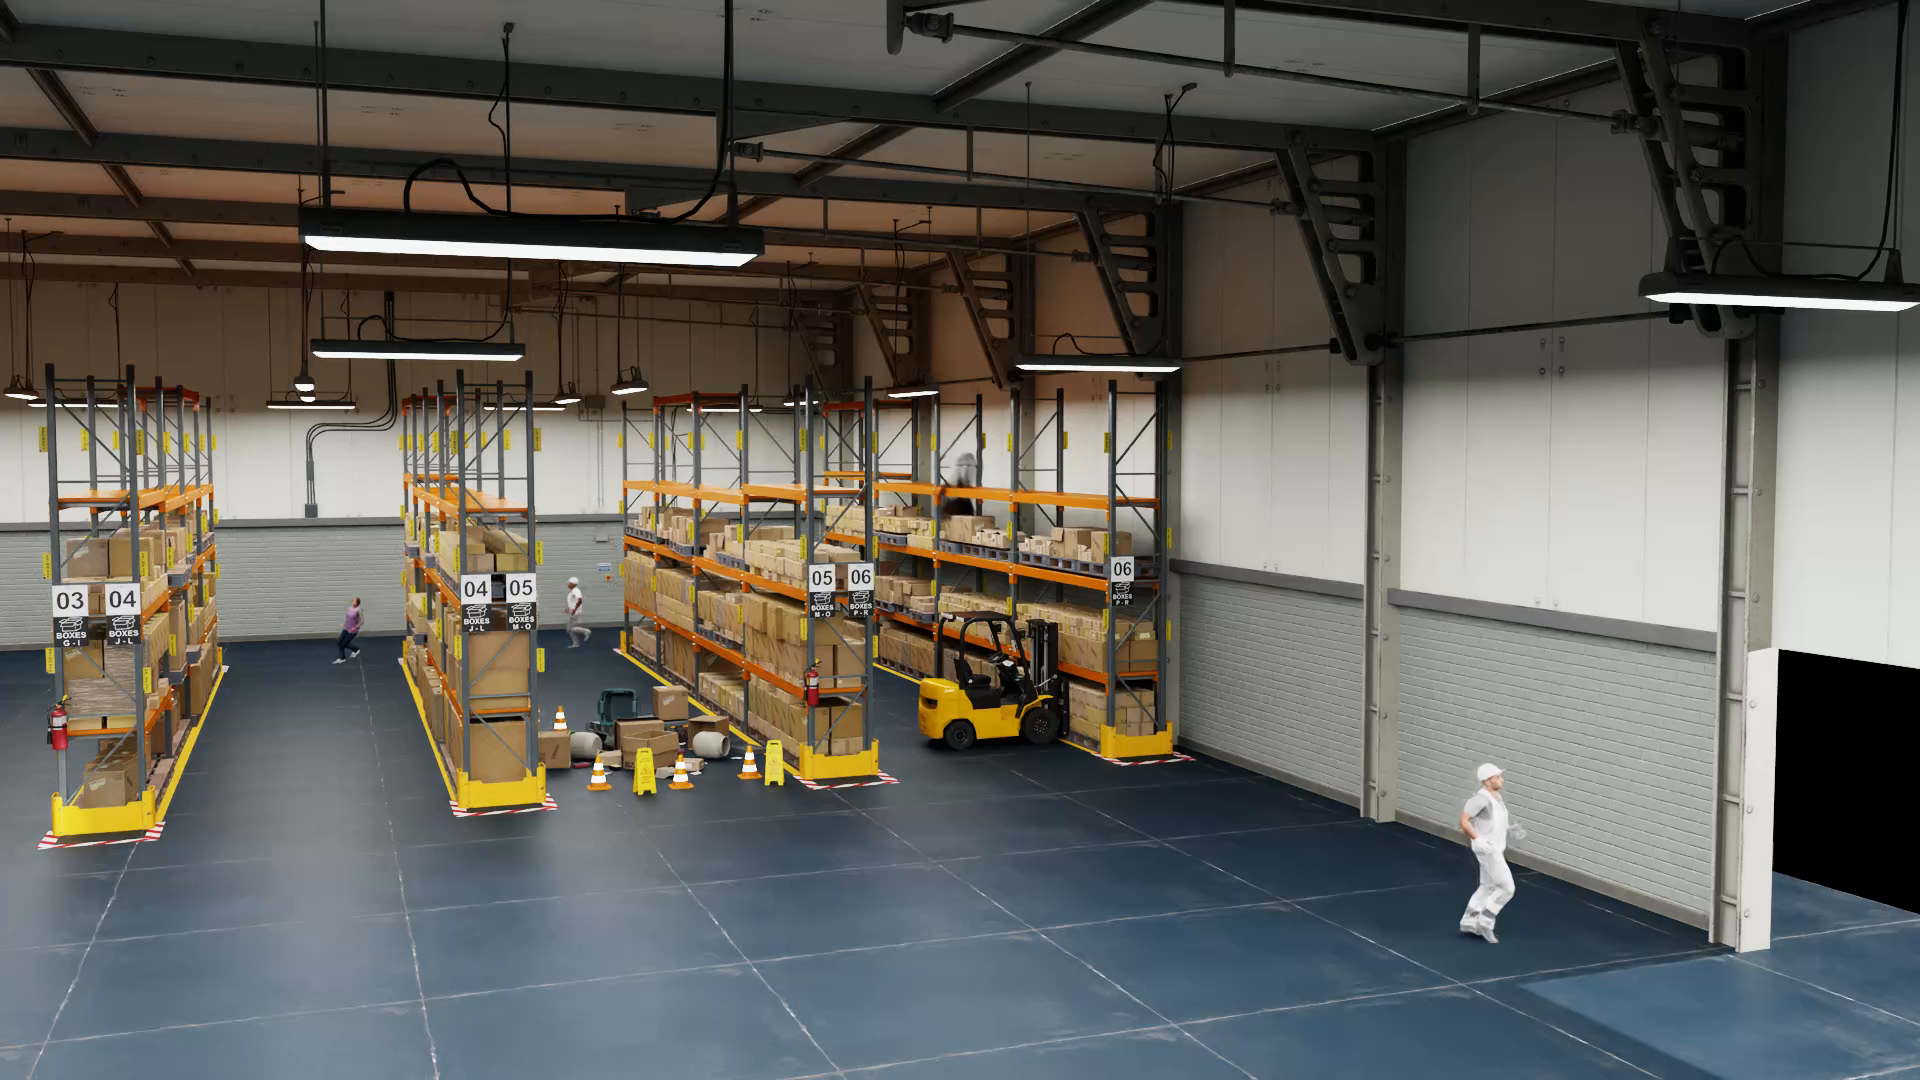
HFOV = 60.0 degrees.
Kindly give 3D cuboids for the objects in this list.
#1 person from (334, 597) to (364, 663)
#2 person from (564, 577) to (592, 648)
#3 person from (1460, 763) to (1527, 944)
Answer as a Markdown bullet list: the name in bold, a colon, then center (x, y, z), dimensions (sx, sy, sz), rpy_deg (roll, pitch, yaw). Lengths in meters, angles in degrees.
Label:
- **person**: center (-13.846, 2.051, 37.841), dimensions (0.631, 1.524, 0.533), rpy_deg (2, 4, 29)
- **person**: center (-9.317, 1.777, 40.528), dimensions (0.655, 1.737, 0.704), rpy_deg (-1, 3, -14)
- **person**: center (5.344, 3.154, 16.690), dimensions (0.624, 1.821, 0.638), rpy_deg (2, 4, 30)
